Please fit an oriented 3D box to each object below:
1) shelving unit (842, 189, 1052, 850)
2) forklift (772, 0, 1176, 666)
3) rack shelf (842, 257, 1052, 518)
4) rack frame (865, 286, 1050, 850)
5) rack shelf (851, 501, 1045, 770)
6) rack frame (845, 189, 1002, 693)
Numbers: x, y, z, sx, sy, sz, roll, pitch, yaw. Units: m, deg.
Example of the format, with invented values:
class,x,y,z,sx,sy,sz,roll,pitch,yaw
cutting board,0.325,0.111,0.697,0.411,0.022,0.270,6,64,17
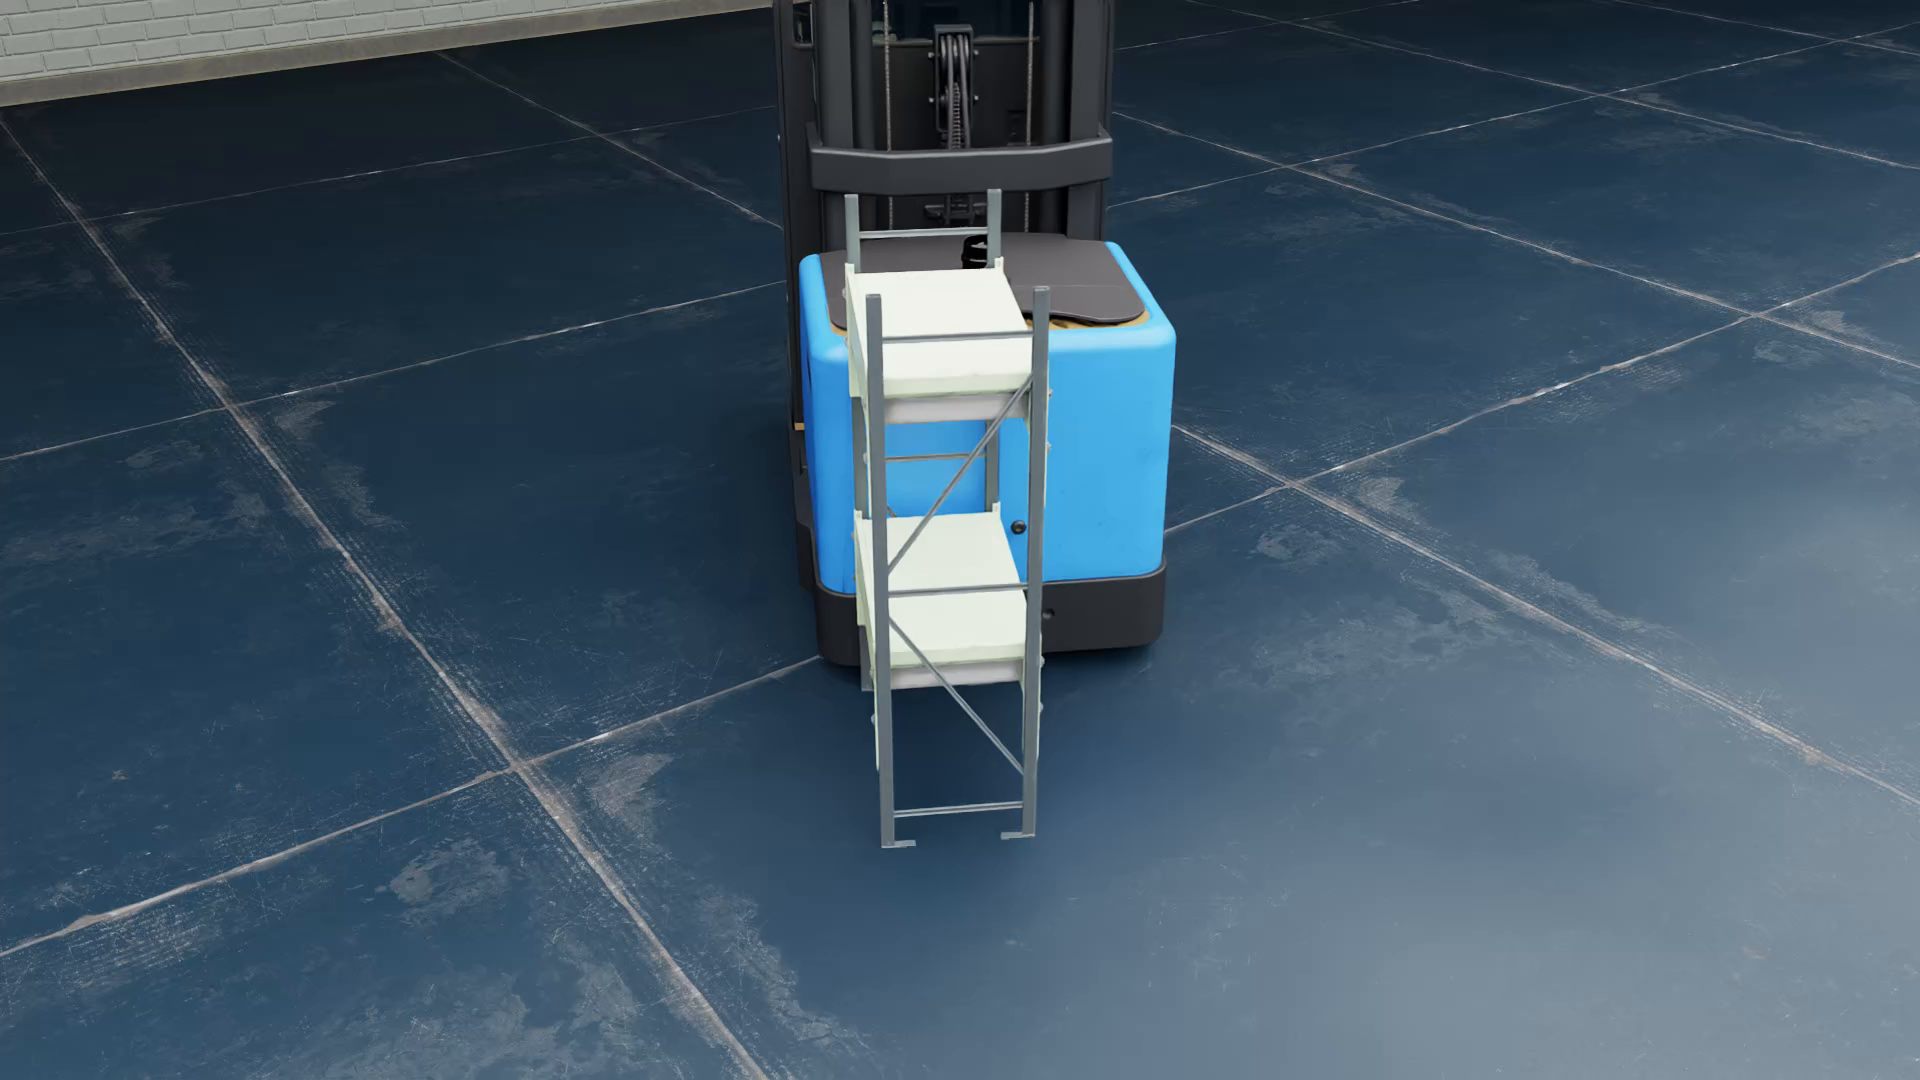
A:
class,x,y,z,sx,sy,sz,roll,pitch,yaw
shelving unit,-0.049,-0.051,4.272,0.431,1.500,0.755,-3,29,-6
forklift,-0.083,-1.594,5.615,1.130,2.935,3.031,-4,29,-6
rack shelf,-0.049,-0.394,4.086,0.431,0.370,0.720,-3,29,-6
rack frame,-0.004,0.122,3.953,0.400,1.500,0.023,-3,29,-6
rack shelf,-0.049,0.236,4.428,0.431,0.370,0.720,-3,29,-6
rack frame,-0.093,-0.224,4.592,0.400,1.500,0.023,-3,29,-6
